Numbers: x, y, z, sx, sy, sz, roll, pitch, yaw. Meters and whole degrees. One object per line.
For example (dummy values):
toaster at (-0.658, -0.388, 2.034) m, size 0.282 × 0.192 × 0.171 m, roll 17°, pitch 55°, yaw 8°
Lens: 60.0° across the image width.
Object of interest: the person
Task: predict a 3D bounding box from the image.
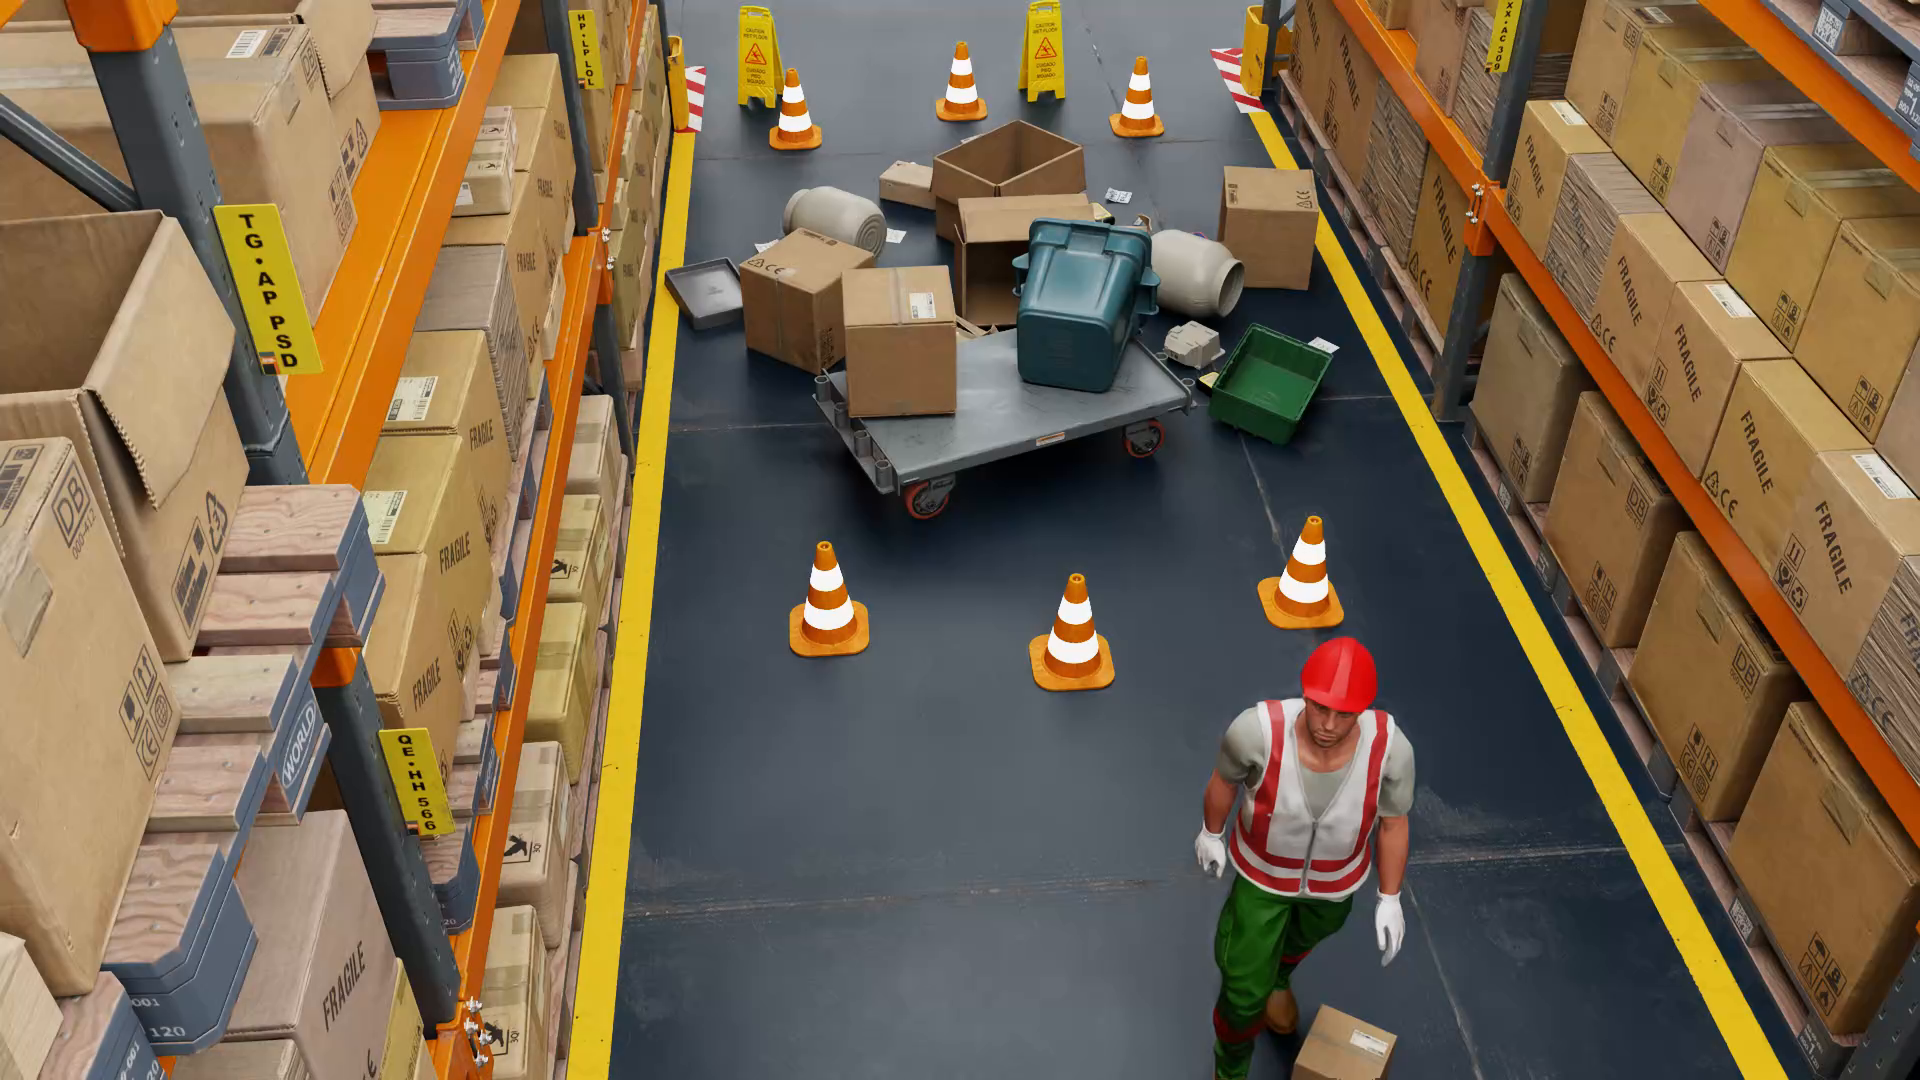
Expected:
person at (0.996, 0.991, 4.920) m, size 0.586 × 1.851 × 0.630 m, roll 2°, pitch 39°, yaw 2°
